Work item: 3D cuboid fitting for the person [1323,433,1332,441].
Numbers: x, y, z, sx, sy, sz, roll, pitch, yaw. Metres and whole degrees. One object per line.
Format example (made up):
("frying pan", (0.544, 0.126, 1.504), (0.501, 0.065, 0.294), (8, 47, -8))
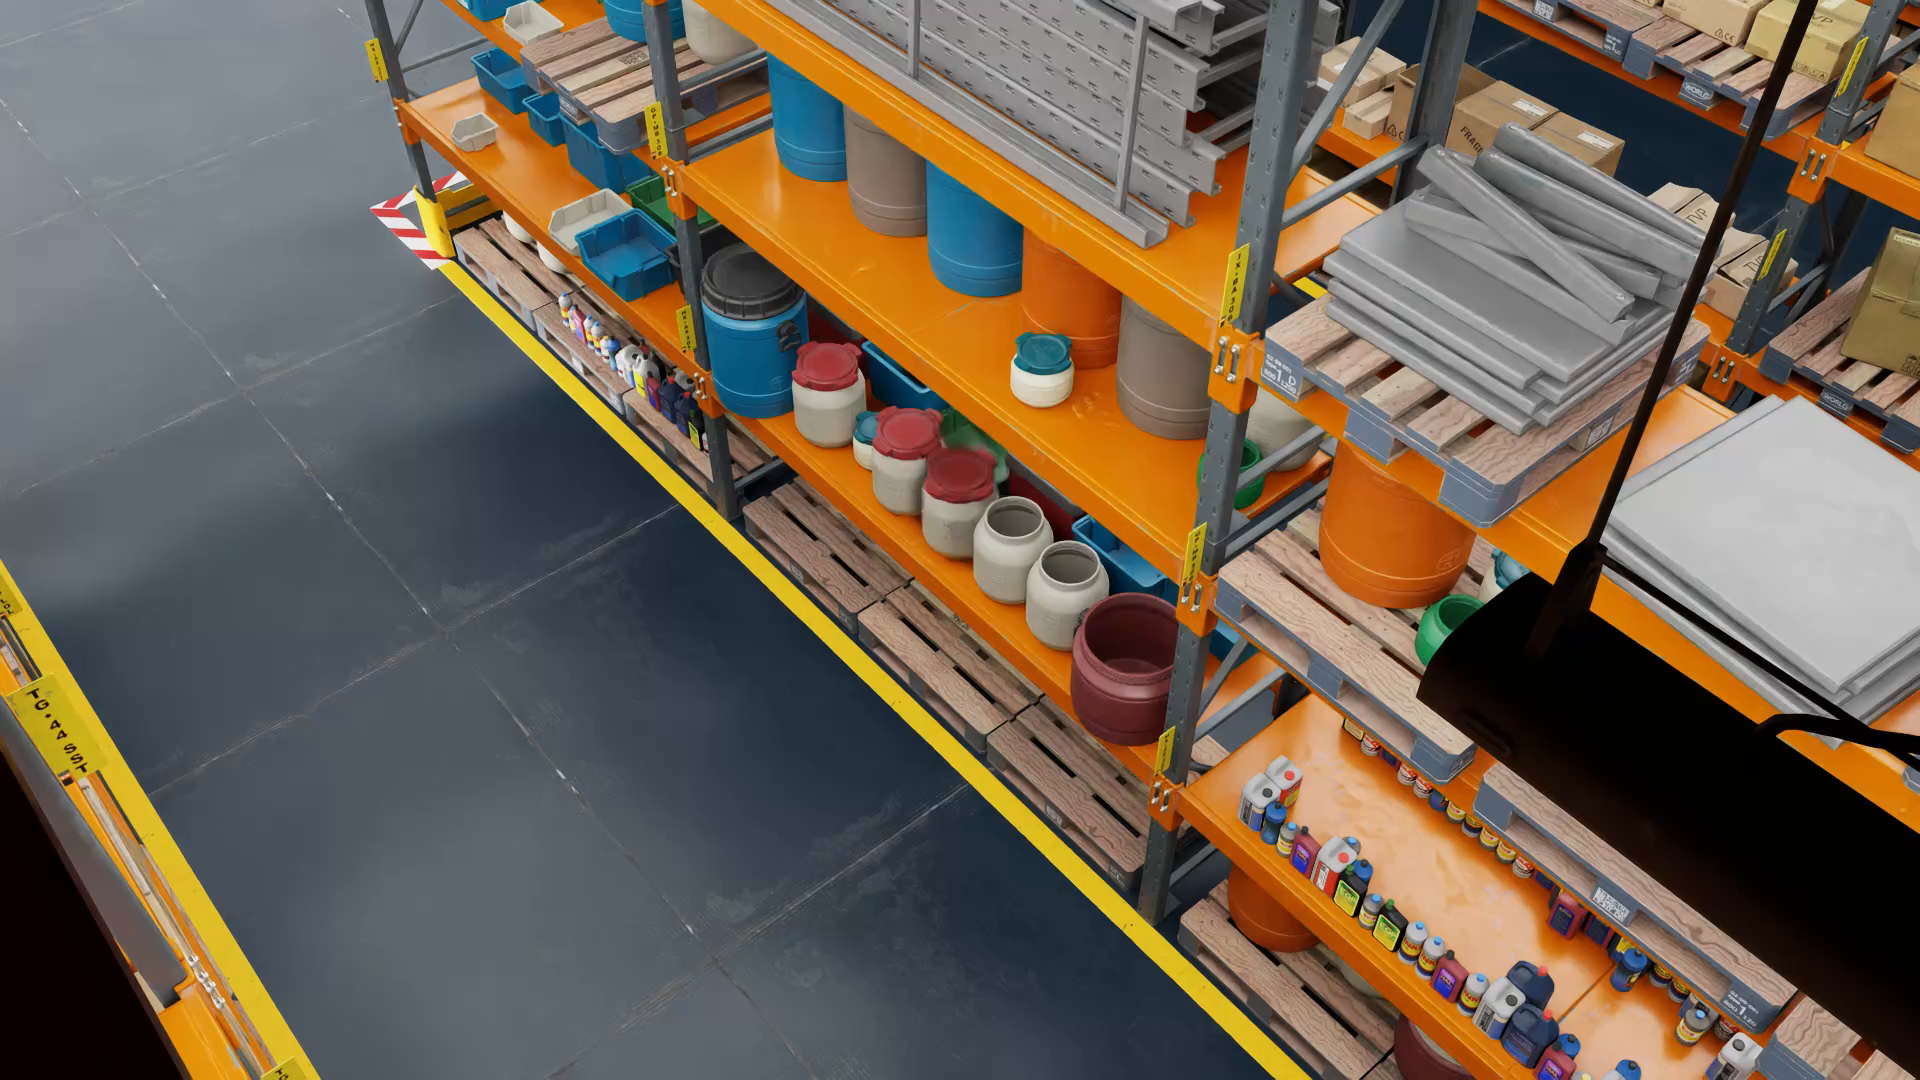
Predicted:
("person", (2.893, -1.019, 10.698), (0.940, 1.641, 0.635), (26, 52, 23))
